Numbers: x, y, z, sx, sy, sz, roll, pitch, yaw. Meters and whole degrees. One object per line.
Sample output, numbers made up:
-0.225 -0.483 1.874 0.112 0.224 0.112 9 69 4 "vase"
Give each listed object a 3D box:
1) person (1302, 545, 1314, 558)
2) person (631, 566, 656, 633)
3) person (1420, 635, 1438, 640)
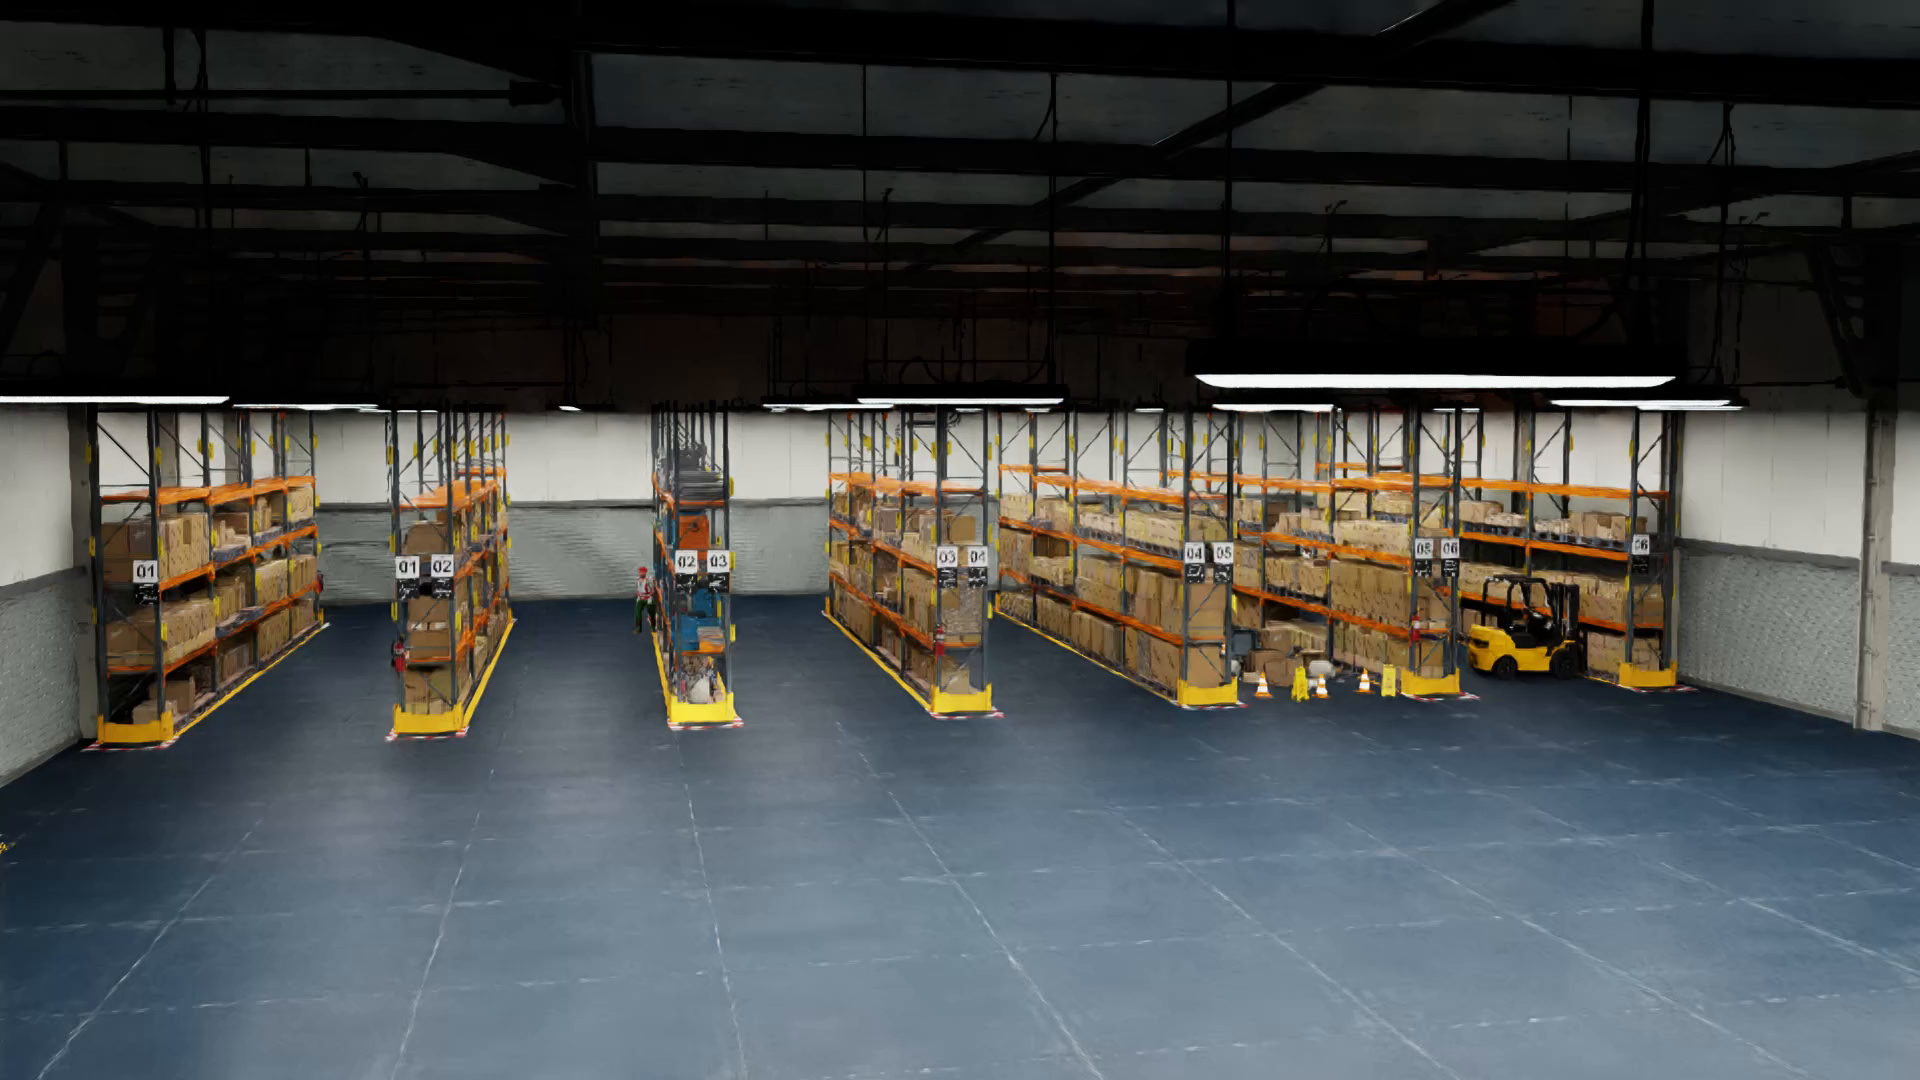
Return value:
10.917 0.932 52.040 0.708 1.762 0.586 -3 6 -39 "person"
-8.274 1.559 43.656 0.611 1.767 0.680 2 5 23 "person"
10.627 2.055 37.717 0.428 1.642 0.534 -4 6 -43 "person"
